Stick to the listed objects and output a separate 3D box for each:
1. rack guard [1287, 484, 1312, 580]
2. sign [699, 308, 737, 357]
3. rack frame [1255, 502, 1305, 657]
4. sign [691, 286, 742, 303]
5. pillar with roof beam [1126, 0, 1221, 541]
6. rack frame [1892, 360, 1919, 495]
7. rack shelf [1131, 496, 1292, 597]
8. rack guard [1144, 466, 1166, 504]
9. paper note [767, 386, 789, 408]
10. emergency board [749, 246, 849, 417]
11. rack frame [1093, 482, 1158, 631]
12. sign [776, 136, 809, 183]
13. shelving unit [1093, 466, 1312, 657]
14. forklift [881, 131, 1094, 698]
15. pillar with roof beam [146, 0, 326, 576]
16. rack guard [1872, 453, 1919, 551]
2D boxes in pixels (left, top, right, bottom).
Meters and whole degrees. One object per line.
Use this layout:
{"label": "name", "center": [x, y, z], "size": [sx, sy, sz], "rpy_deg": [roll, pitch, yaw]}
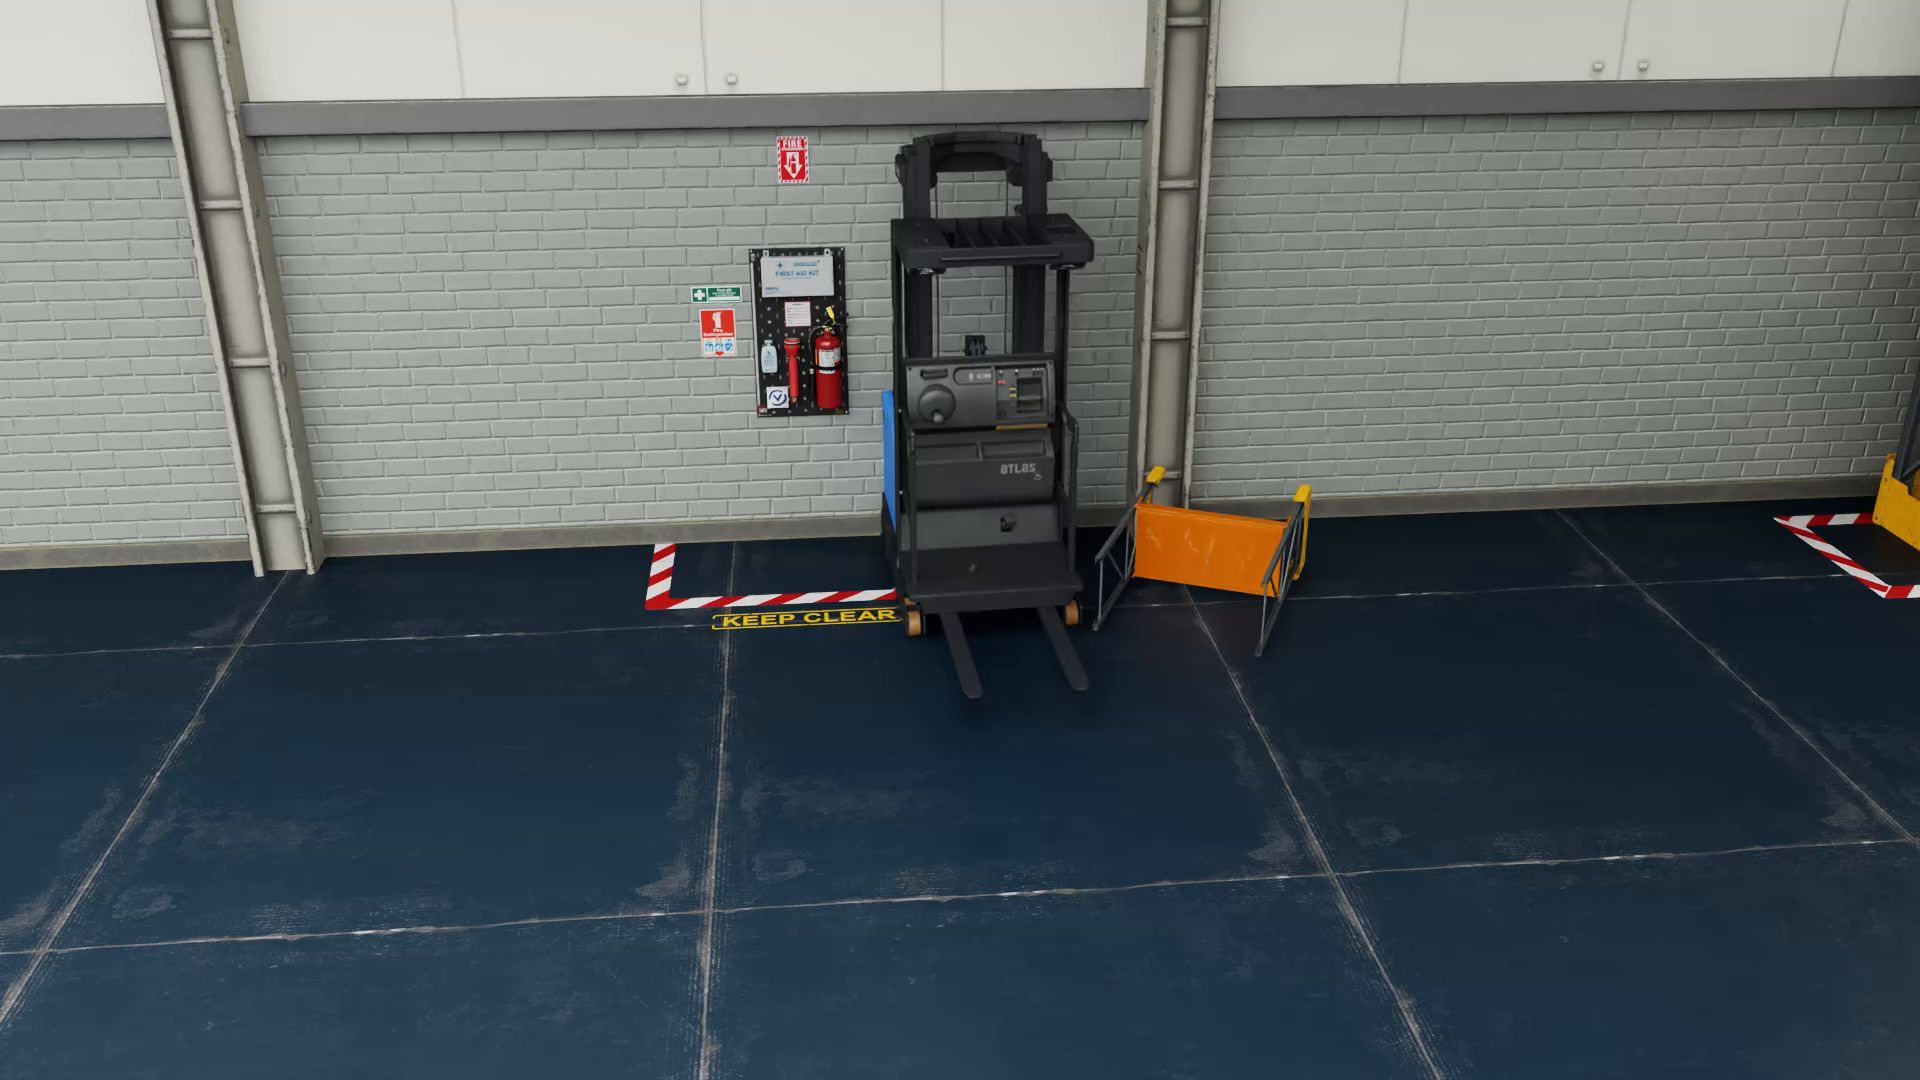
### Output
{"label": "rack guard", "center": [2.264, -0.052, 11.110], "size": [0.087, 0.587, 0.250], "rpy_deg": [8, 25, 18]}
{"label": "sign", "center": [-1.619, -1.388, 11.136], "size": [0.234, 0.329, 0.001], "rpy_deg": [-2, 24, -5]}
{"label": "rack frame", "center": [2.052, 0.188, 10.573], "size": [0.032, 0.500, 1.500], "rpy_deg": [8, 25, 18]}
{"label": "sign", "center": [-1.614, -1.627, 11.021], "size": [0.331, 0.109, 0.001], "rpy_deg": [-2, 24, -5]}
{"label": "pillar with roof beam", "center": [1.827, -2.437, 6.153], "size": [0.400, 9.000, 9.100], "rpy_deg": [-2, 24, -5]}
{"label": "rack frame", "center": [6.763, -1.298, 10.976], "size": [0.127, 3.000, 1.000], "rpy_deg": [-2, 24, -5]}
{"label": "rack shelf", "center": [1.635, 0.049, 10.886], "size": [1.000, 0.538, 0.185], "rpy_deg": [8, 25, 18]}
{"label": "rack guard", "center": [1.327, -0.189, 11.420], "size": [0.087, 0.587, 0.250], "rpy_deg": [8, 25, 18]}
{"label": "paper note", "center": [-1.242, -0.971, 11.325], "size": [0.142, 0.148, 0.016], "rpy_deg": [-2, 24, -5]}
{"label": "emergency board", "center": [-1.059, -1.352, 11.100], "size": [0.643, 1.169, 0.194], "rpy_deg": [-2, 24, -5]}
{"label": "rack frame", "center": [1.096, 0.047, 10.889], "size": [0.032, 0.500, 1.500], "rpy_deg": [8, 25, 18]}
{"label": "sign", "center": [-1.077, -2.452, 10.719], "size": [0.199, 0.298, 0.001], "rpy_deg": [-2, 24, -5]}
{"label": "shelving unit", "center": [1.583, 0.119, 10.729], "size": [1.083, 0.587, 1.500], "rpy_deg": [8, 25, 18]}
{"label": "forklift", "center": [0.163, -0.889, 10.141], "size": [1.130, 2.935, 3.031], "rpy_deg": [-3, 24, -8]}
{"label": "pillar with roof beam", "center": [-4.144, -2.197, 5.615], "size": [0.400, 9.000, 9.100], "rpy_deg": [-2, 24, -5]}
{"label": "rack guard", "center": [6.839, -0.158, 11.491], "size": [0.348, 0.500, 1.175], "rpy_deg": [-2, 24, -5]}
